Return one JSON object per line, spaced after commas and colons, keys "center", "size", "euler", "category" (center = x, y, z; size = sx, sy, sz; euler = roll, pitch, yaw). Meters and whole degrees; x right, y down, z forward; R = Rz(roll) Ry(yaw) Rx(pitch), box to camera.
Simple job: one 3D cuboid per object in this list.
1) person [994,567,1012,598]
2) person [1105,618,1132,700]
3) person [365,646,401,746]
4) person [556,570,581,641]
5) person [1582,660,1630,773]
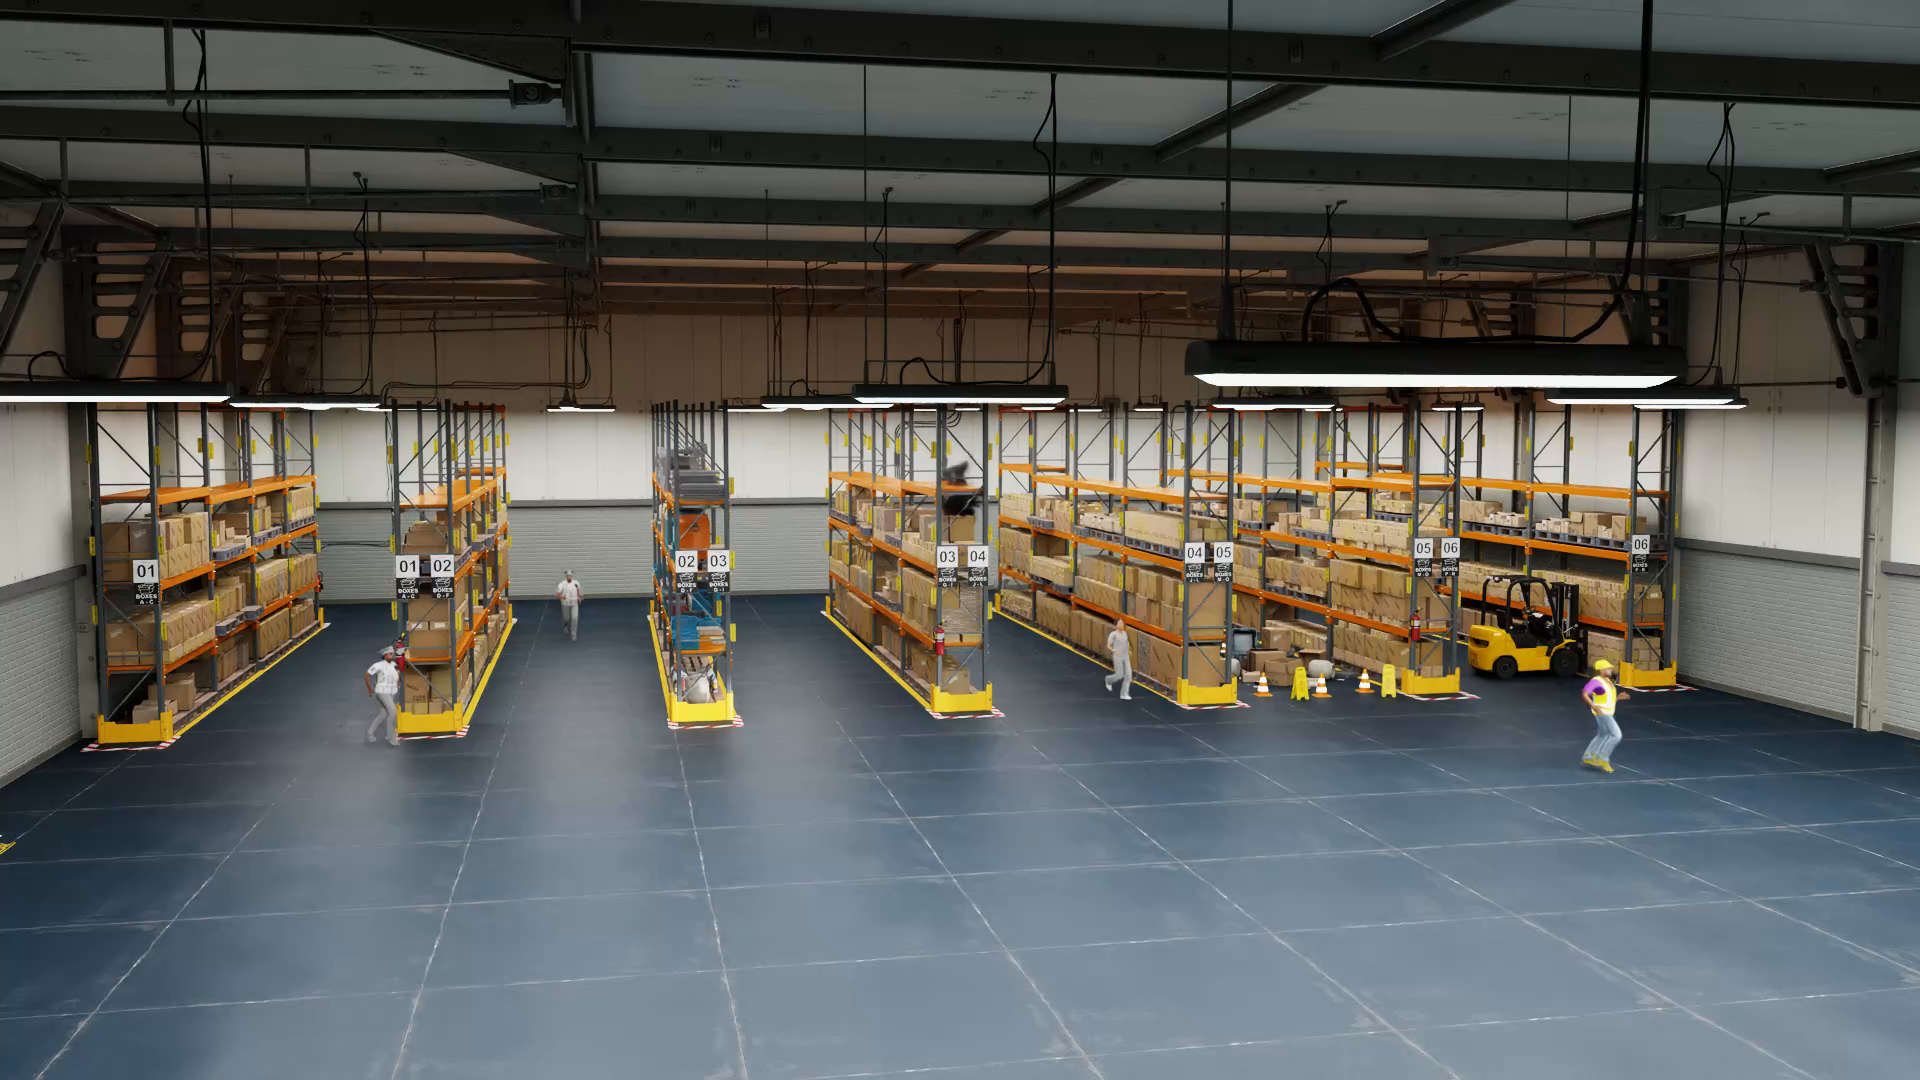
{"center": [1.313, 1.108, 49.929], "size": [0.539, 1.710, 0.880], "euler": [-1, 4, -9], "category": "person"}
{"center": [3.228, 2.380, 33.511], "size": [0.564, 1.621, 0.768], "euler": [-3, 5, -30], "category": "person"}
{"center": [-9.973, 2.697, 28.977], "size": [0.762, 1.693, 0.573], "euler": [2, 5, 23], "category": "person"}
{"center": [-9.960, 1.649, 42.440], "size": [0.664, 1.790, 0.944], "euler": [-2, 5, -24], "category": "person"}
{"center": [10.384, 2.756, 26.748], "size": [0.696, 1.654, 0.674], "euler": [3, 5, 31], "category": "person"}
